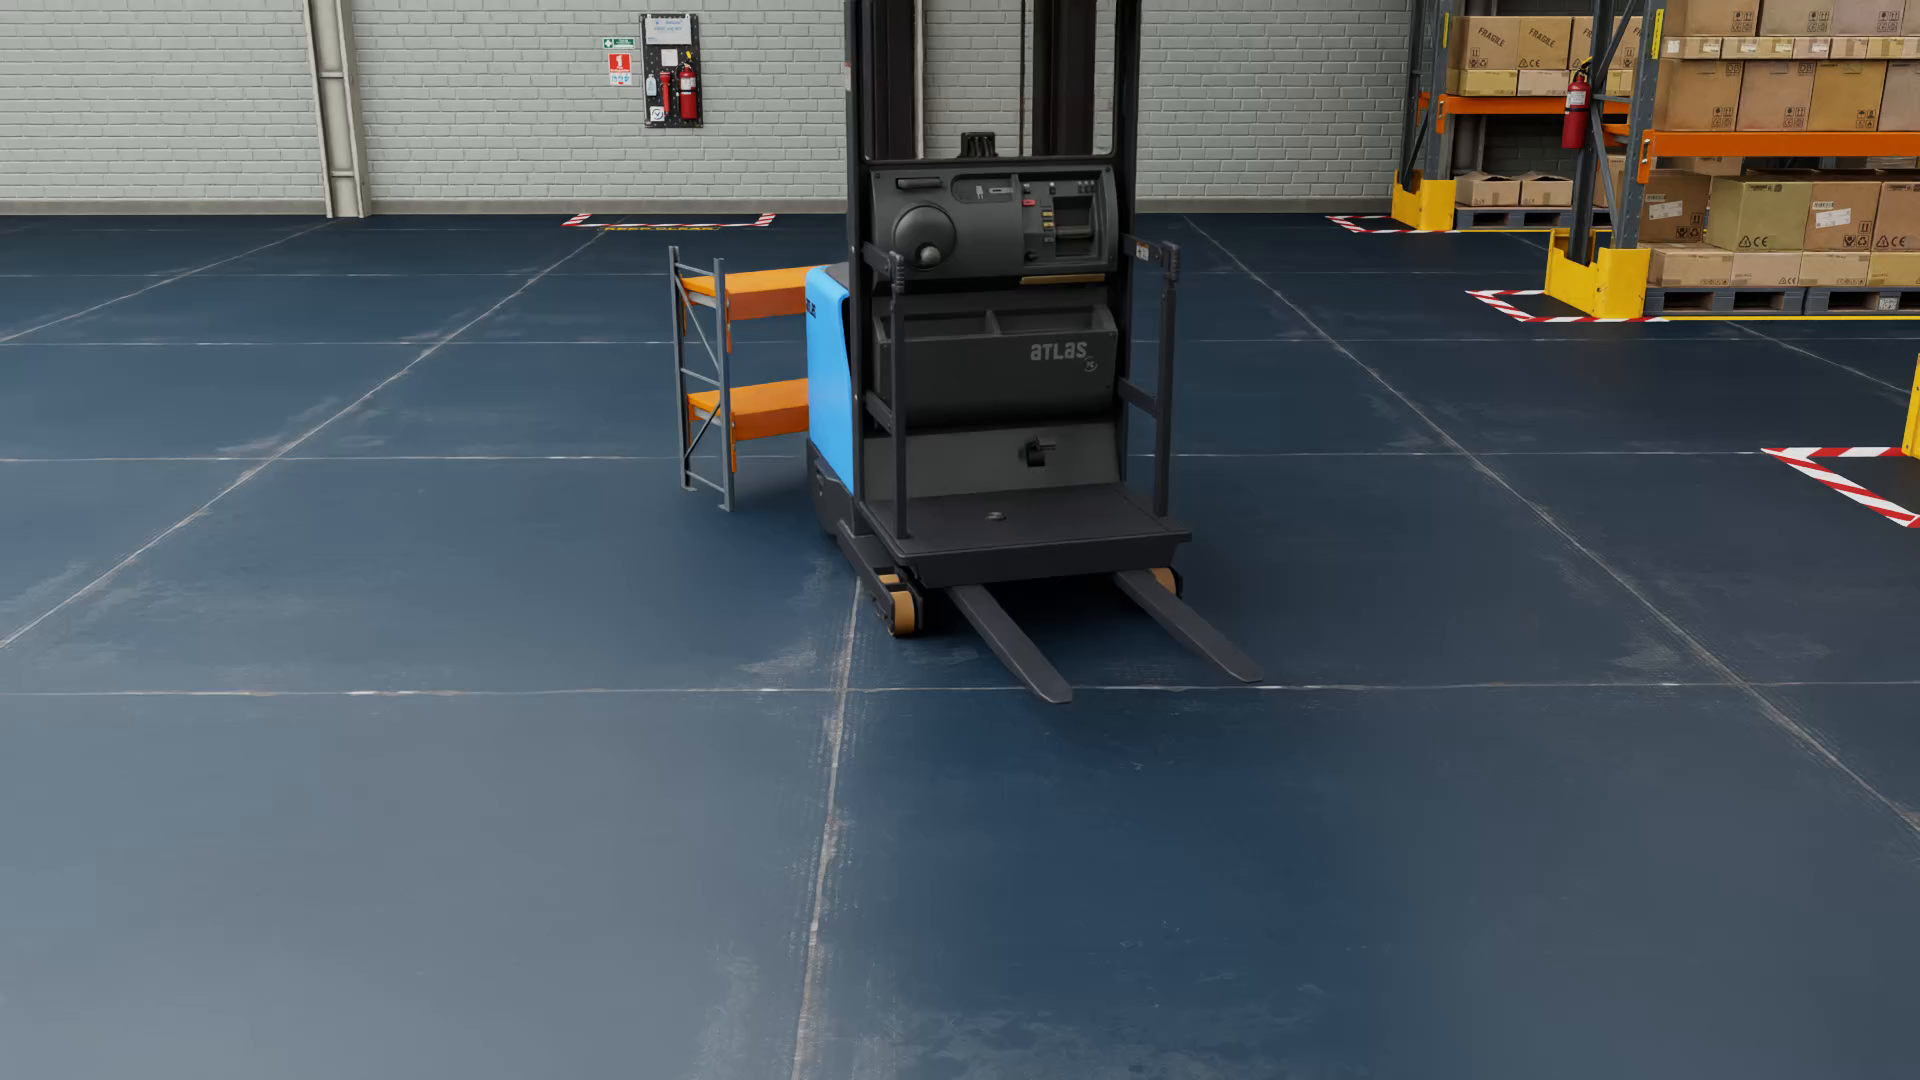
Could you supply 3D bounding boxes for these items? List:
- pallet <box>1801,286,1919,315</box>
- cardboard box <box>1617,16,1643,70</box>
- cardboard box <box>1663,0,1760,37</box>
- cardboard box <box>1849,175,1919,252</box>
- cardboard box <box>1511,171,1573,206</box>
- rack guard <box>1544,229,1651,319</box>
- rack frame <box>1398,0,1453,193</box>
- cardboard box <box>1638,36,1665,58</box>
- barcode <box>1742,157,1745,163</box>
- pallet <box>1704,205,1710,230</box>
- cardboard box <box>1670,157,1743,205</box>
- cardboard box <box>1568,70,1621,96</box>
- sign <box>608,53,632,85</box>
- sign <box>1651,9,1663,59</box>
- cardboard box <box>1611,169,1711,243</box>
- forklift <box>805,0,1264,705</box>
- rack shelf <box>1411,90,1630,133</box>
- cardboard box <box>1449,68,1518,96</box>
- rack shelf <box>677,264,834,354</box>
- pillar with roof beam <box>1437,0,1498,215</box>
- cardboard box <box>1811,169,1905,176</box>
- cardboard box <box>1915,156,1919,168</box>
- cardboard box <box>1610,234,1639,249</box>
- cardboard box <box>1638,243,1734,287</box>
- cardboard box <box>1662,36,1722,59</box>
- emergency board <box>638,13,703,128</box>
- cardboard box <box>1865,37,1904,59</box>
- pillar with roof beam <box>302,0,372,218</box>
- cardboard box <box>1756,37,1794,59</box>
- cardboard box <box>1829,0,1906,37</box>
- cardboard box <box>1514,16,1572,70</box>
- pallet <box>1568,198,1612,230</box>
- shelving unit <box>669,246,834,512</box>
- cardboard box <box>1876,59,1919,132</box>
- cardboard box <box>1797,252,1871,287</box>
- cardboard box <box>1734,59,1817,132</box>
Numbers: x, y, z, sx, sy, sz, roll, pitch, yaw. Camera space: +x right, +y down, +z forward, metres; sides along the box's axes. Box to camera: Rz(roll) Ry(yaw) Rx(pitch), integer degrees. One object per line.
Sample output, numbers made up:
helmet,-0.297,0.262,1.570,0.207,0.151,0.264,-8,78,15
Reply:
pallet,6.786,-1.902,12.632,1.213,0.211,1.003,0,18,-1
cardboard box,6.732,-4.933,16.501,0.500,0.500,0.500,0,18,1
cardboard box,5.325,-3.873,11.922,0.500,0.500,0.700,0,18,-1
cardboard box,6.845,-2.398,12.197,0.500,0.500,0.500,0,18,-1
cardboard box,5.987,-3.629,17.133,0.500,0.311,0.500,1,18,4
rack guard,4.781,-2.018,12.521,0.348,0.500,1.175,0,18,-1
rack frame,4.723,-4.722,16.856,0.127,3.000,1.000,0,18,-1
cardboard box,5.184,-3.625,12.212,0.250,0.149,0.380,-1,18,-2
barcode,8.179,-3.983,17.402,0.075,0.075,0.001,0,18,-1
pallet,8.052,-3.399,17.298,1.213,0.211,1.003,0,18,-1
cardboard box,7.686,-3.743,17.177,0.500,0.500,0.500,-2,18,-5
cardboard box,6.245,-4.573,16.604,0.500,0.250,0.500,-1,18,-2
sign,-3.616,-5.006,17.683,0.234,0.329,0.001,0,18,-1
sign,4.808,-3.489,11.467,0.005,0.325,0.100,0,18,-1
cardboard box,5.337,-2.550,12.672,0.500,0.500,0.500,0,18,-1
forklift,0.192,-1.181,5.932,1.130,2.935,3.031,-5,18,-15
rack shelf,6.723,-4.389,16.996,4.000,0.370,1.077,0,18,-1
cardboard box,5.216,-4.565,16.581,0.500,0.250,0.500,-1,18,-2
rack shelf,-0.738,-1.092,7.652,1.000,0.278,0.538,-12,21,-32
pillar with roof beam,5.478,-6.531,12.675,0.400,9.000,9.100,0,18,-1
cardboard box,6.836,-2.561,12.708,0.500,0.500,0.500,0,18,-1
cardboard box,9.974,-3.787,17.313,0.500,0.500,0.700,-1,18,-2
cardboard box,5.337,-2.192,12.785,0.500,0.250,0.500,0,18,-1
cardboard box,5.345,-2.034,12.292,0.500,0.250,0.500,0,18,-1
cardboard box,5.201,-3.501,11.826,0.250,0.149,0.380,0,18,-1
emergency board,-3.061,-4.960,17.599,0.643,1.169,0.194,0,18,-1
cardboard box,6.489,-3.508,11.847,0.250,0.149,0.380,-1,18,-2
pillar with roof beam,-6.521,-6.473,12.495,0.400,9.000,9.100,0,18,-1
cardboard box,5.714,-3.504,11.835,0.250,0.149,0.380,0,18,-1
cardboard box,6.355,-3.880,11.943,0.500,0.500,0.700,0,18,-1
cardboard box,5.700,-4.927,16.480,0.500,0.500,0.500,0,18,-1
pallet,6.829,-3.392,17.277,1.213,0.211,1.003,0,18,-1
shelving unit,-0.738,-0.813,7.741,1.048,1.125,0.538,-12,21,-32
cardboard box,6.820,-3.263,12.145,0.500,0.500,0.700,0,18,1
cardboard box,6.345,-2.040,12.310,0.500,0.250,0.500,0,18,-1
cardboard box,5.797,-3.259,12.132,0.500,0.500,0.700,0,18,1
